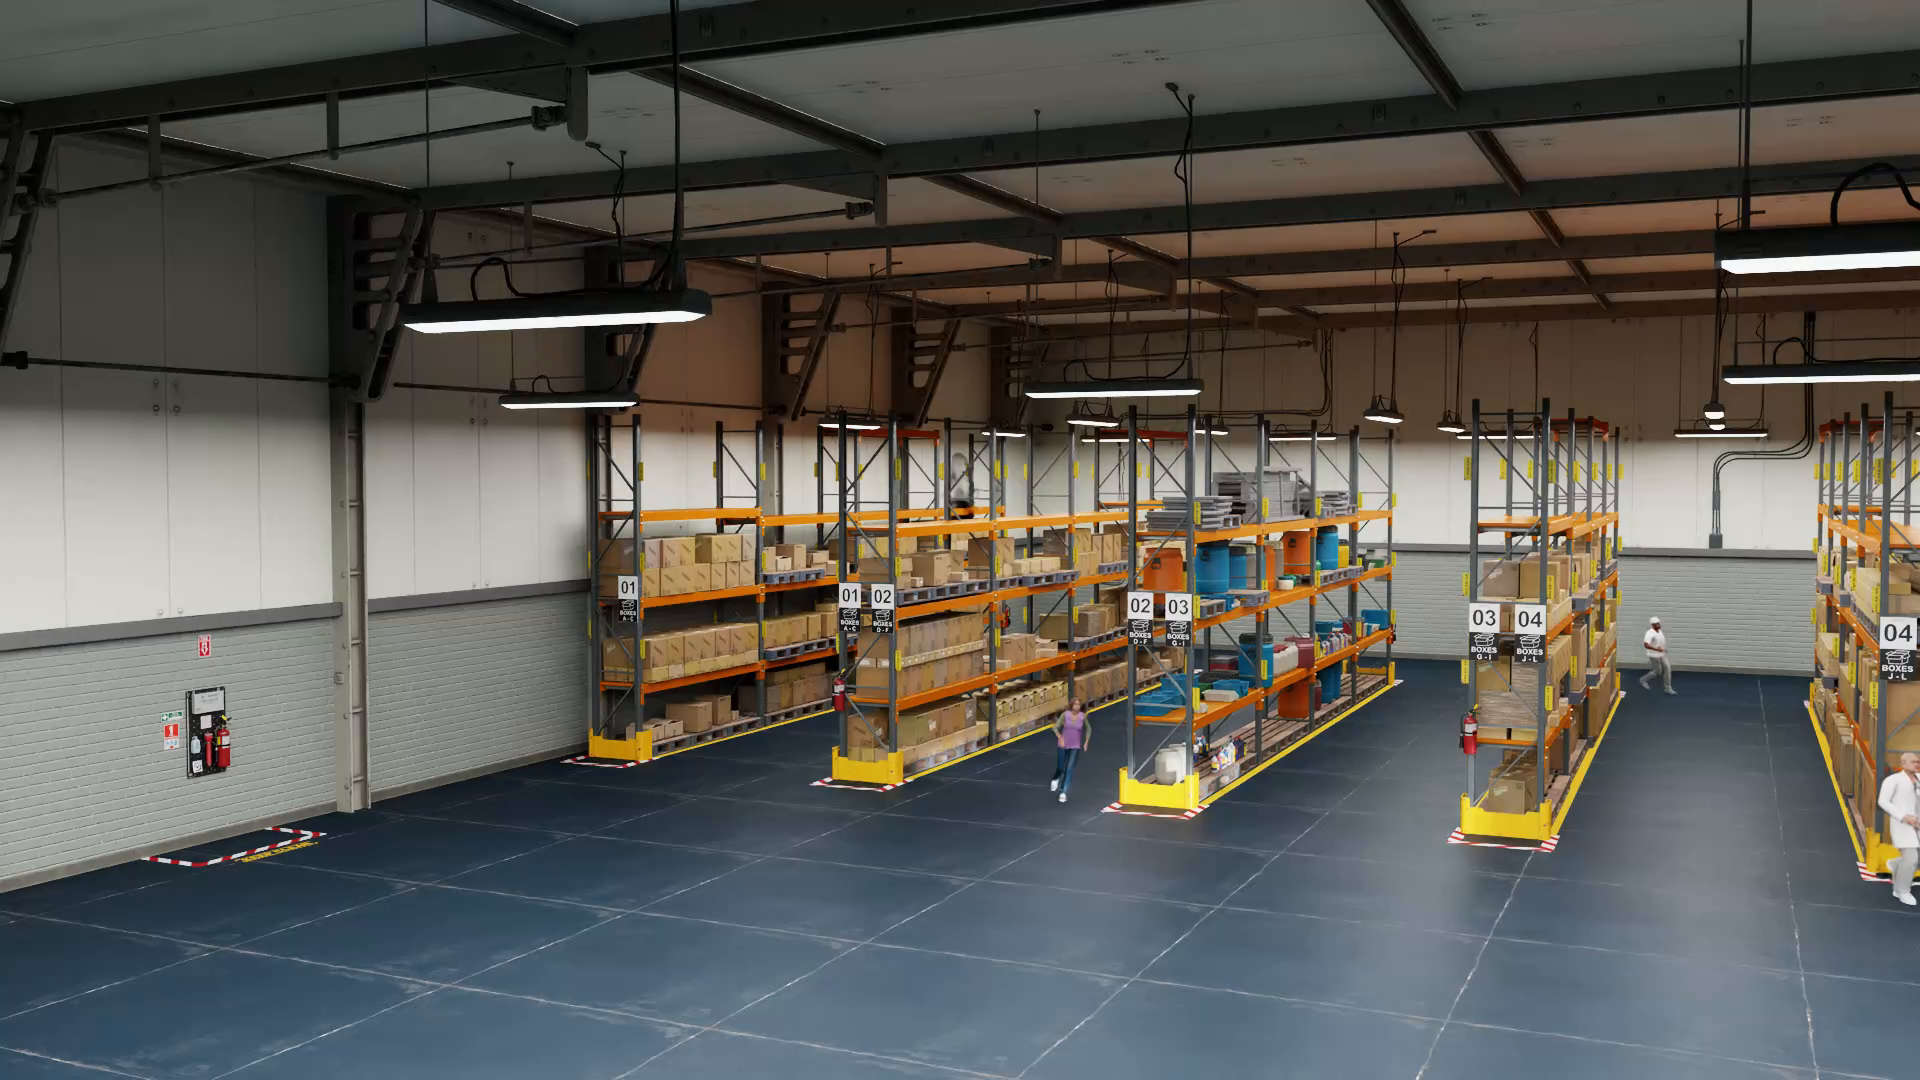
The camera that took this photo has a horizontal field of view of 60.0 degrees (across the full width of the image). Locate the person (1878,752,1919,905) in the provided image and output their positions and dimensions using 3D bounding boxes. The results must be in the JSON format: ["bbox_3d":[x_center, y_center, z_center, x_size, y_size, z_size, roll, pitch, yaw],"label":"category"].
[{"bbox_3d":[11.055,3.367,19.397,0.756,1.704,0.680,-1,2,-13],"label":"person"}]

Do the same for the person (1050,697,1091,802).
[{"bbox_3d":[1.711,3.178,25.439,0.609,1.564,0.659,0,2,-2],"label":"person"}]

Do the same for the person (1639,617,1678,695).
[{"bbox_3d":[15.678,2.603,37.466,0.737,1.746,0.865,-2,3,-39],"label":"person"}]
